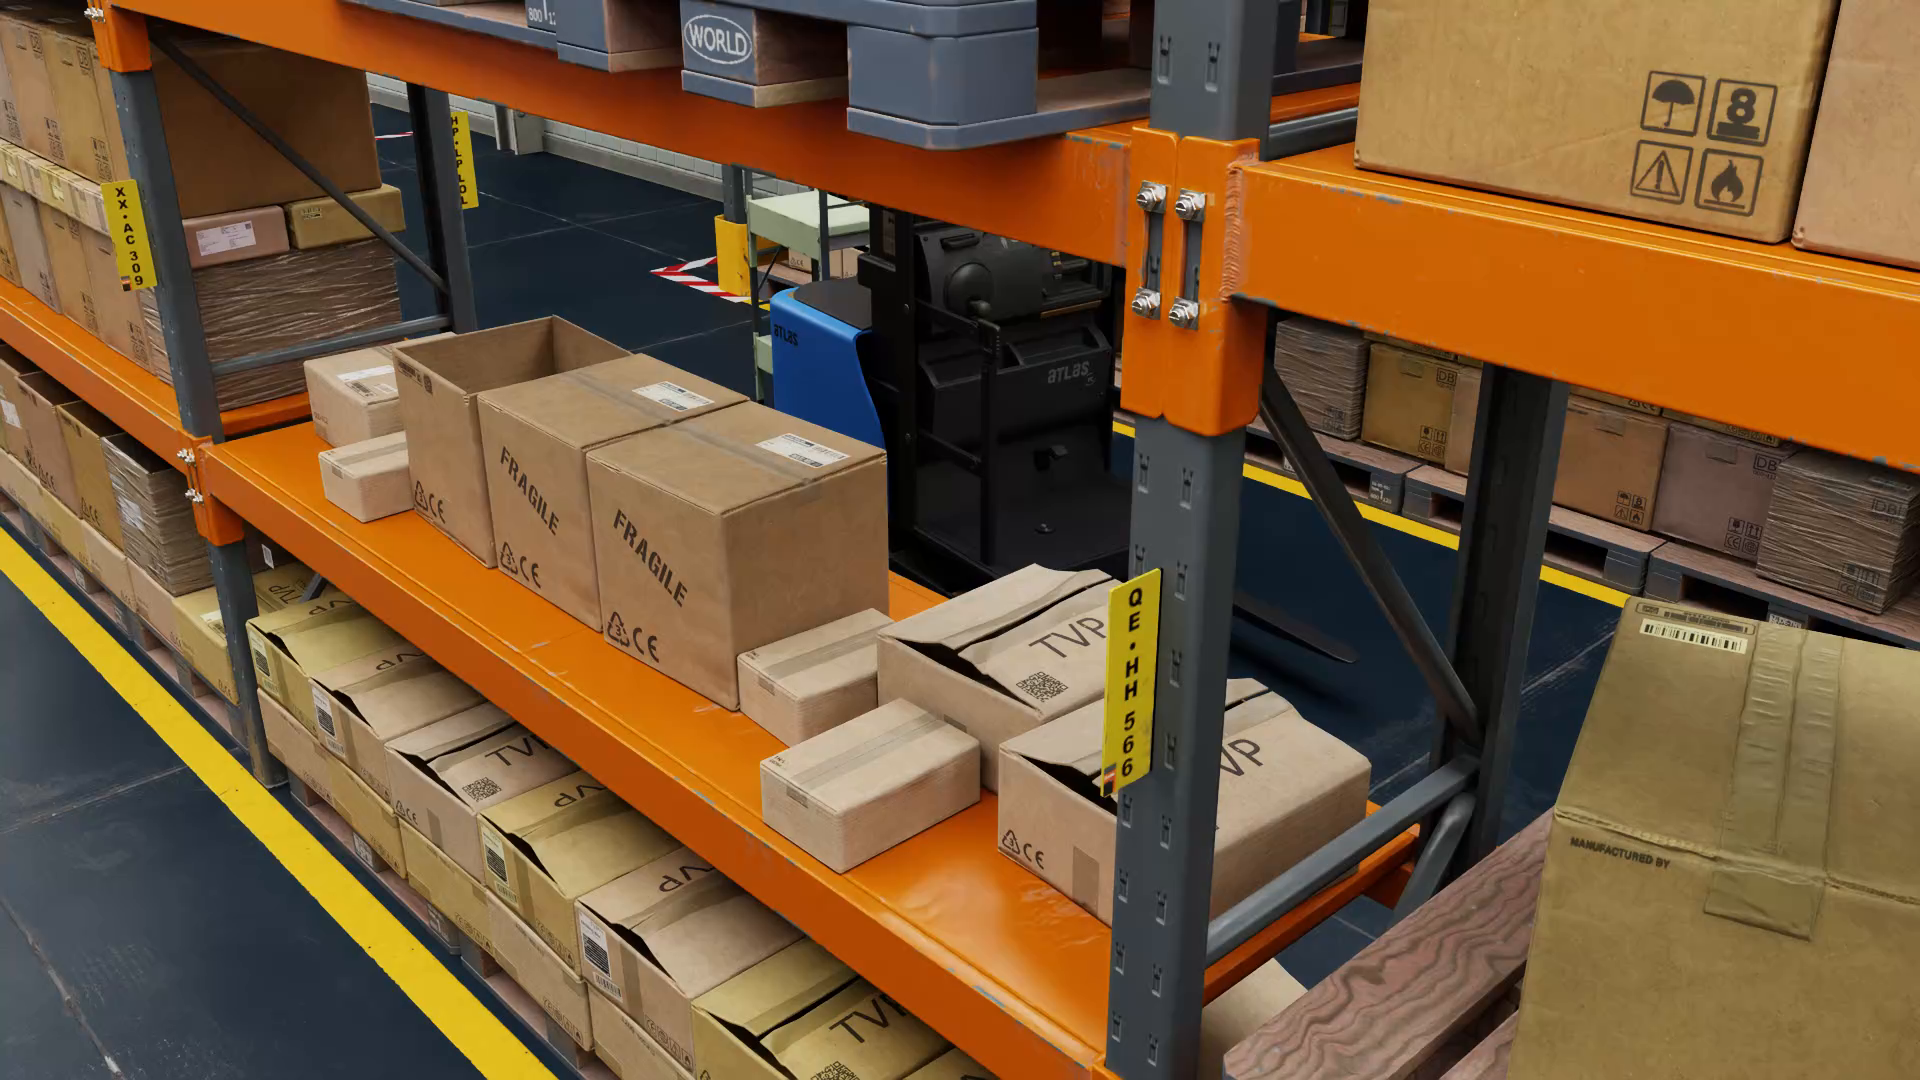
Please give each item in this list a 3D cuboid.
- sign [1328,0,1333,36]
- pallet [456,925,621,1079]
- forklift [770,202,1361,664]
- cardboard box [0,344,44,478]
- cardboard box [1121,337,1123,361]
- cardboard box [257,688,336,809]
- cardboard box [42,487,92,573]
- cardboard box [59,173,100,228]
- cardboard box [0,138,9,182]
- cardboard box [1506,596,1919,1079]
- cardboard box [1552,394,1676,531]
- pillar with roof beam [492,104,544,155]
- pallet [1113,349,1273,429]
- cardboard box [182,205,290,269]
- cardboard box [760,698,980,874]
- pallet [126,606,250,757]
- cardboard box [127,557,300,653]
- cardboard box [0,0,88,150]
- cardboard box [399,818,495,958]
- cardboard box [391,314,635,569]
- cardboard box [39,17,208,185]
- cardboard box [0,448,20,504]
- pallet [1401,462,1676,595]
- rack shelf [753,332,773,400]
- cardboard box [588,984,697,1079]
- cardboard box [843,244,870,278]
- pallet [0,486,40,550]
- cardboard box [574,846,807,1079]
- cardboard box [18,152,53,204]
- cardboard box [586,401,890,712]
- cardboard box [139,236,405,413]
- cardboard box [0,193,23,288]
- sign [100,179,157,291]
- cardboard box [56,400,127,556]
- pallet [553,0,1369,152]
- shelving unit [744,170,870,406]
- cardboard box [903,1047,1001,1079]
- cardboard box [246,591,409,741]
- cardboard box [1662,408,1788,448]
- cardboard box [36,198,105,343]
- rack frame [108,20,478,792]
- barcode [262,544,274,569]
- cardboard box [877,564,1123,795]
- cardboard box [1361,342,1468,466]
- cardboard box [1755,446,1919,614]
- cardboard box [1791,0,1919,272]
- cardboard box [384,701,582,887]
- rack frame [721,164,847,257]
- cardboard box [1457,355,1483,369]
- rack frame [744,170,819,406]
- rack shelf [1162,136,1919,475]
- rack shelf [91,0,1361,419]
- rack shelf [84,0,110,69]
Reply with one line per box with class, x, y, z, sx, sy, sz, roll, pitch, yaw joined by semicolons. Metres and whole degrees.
sign;1.921;-2.735;8.736;0.100;0.325;0.005;-21;32;-38
pallet;-0.725;1.208;4.849;1.003;0.211;1.213;-21;32;-38
forklift;0.362;-1.120;6.673;1.130;2.935;3.031;-16;29;-32
cardboard box;-3.931;-0.612;7.380;0.500;0.500;0.500;-21;32;-38
cardboard box;1.130;-1.114;9.462;0.250;0.166;0.380;19;31;35
cardboard box;-2.001;0.609;5.607;0.500;0.250;0.500;-22;33;-40
cardboard box;-3.601;-0.114;7.194;0.500;0.250;0.500;-21;32;-38
cardboard box;-2.966;-1.239;5.949;0.380;0.149;0.250;-21;32;-39
cardboard box;-3.668;-1.550;6.631;0.380;0.149;0.250;-21;32;-38
cardboard box;1.151;0.491;2.433;0.500;0.500;0.700;12;27;25
cardboard box;3.094;-0.435;7.572;0.700;0.500;0.500;-21;32;-39
pillar with roof beam;-7.350;-6.621;11.420;9.100;9.000;0.400;-21;32;-38
pallet;1.033;-0.974;9.631;1.003;0.211;1.213;-21;32;-38
cardboard box;-2.438;-1.005;5.437;0.380;0.149;0.250;-21;32;-38
cardboard box;-0.178;0.489;3.367;0.380;0.149;0.250;-21;32;-38
pallet;-2.608;0.373;6.678;1.003;0.211;1.213;-21;32;-38
cardboard box;-2.906;0.184;6.539;0.500;0.250;0.500;-21;32;-38
cardboard box;-3.432;-1.867;6.546;0.700;0.500;0.500;-21;32;-38
cardboard box;-1.296;0.921;4.924;0.500;0.250;0.500;-22;33;-40
cardboard box;-1.222;-0.292;4.655;0.500;0.500;0.500;-19;30;-35
cardboard box;-2.750;-1.564;5.881;0.700;0.500;0.500;-21;32;-39
cardboard box;-4.281;-0.419;7.861;0.500;0.250;0.500;-21;32;-38
pallet;2.889;-0.176;7.880;1.003;0.211;1.213;-21;32;-38
rack shelf;-0.700;-0.838;8.566;0.431;0.370;0.720;-16;29;-32
cardboard box;-0.596;1.230;4.246;0.500;0.250;0.500;-20;31;-37
cardboard box;-0.419;-1.830;10.857;0.500;0.311;0.500;-18;30;-34
pallet;-4.276;-0.366;8.299;1.003;0.211;1.213;-21;32;-38
cardboard box;-0.602;0.975;4.129;0.500;0.311;0.500;-21;32;-39
cardboard box;-3.304;-1.390;6.282;0.380;0.149;0.250;-20;31;-37
cardboard box;-0.520;0.020;3.972;0.500;0.500;0.500;22;32;39
cardboard box;-2.403;-0.821;5.815;0.700;0.500;0.500;-22;33;-40
cardboard box;-3.822;-1.445;7.184;0.700;0.500;0.500;-21;32;-38
sign;-2.500;-0.915;5.003;0.100;0.325;0.005;-21;32;-38
cardboard box;-3.250;-0.308;6.714;0.500;0.500;0.500;-21;32;-38
pallet;0.109;-0.890;2.701;1.213;0.211;1.003;-19;31;-36
shelving unit;-0.700;-1.135;8.430;0.431;1.500;0.755;-16;29;-32
cardboard box;0.101;1.285;3.451;0.500;0.311;0.500;-20;31;-37
cardboard box;-1.995;0.358;5.483;0.500;0.311;0.500;-21;32;-38
cardboard box;3.378;-0.635;7.107;0.500;0.250;0.500;-20;32;-38
cardboard box;-3.109;-1.132;6.497;0.700;0.500;0.500;-21;32;-38
rack frame;-2.095;-0.643;5.545;1.000;3.000;0.127;-21;32;-38
barcode;-2.225;0.053;5.345;0.001;0.075;0.075;-21;32;-38
cardboard box;0.169;0.284;3.622;0.500;0.311;0.500;-22;32;-39
cardboard box;2.423;-0.752;8.265;0.700;0.500;0.500;-22;32;-39
cardboard box;3.722;-0.104;6.845;0.700;0.500;0.500;-21;32;-38
cardboard box;1.310;-0.564;1.638;0.910;0.500;0.500;-21;32;-38
cardboard box;-1.302;0.667;4.805;0.500;0.311;0.500;23;33;40
rack frame;-1.216;-3.261;11.285;1.000;3.000;0.127;-21;32;-38
cardboard box;2.695;-0.946;7.788;0.500;0.250;0.500;-22;33;-40
rack frame;-0.911;-1.259;8.703;0.400;1.500;0.023;-16;29;-32
rack shelf;2.006;0.137;1.088;1.077;0.370;4.000;-21;32;-38
rack shelf;-0.728;-1.074;3.744;1.077;0.370;4.000;-21;32;-38
rack shelf;-3.462;-2.286;6.400;1.077;0.370;4.000;-21;32;-38
